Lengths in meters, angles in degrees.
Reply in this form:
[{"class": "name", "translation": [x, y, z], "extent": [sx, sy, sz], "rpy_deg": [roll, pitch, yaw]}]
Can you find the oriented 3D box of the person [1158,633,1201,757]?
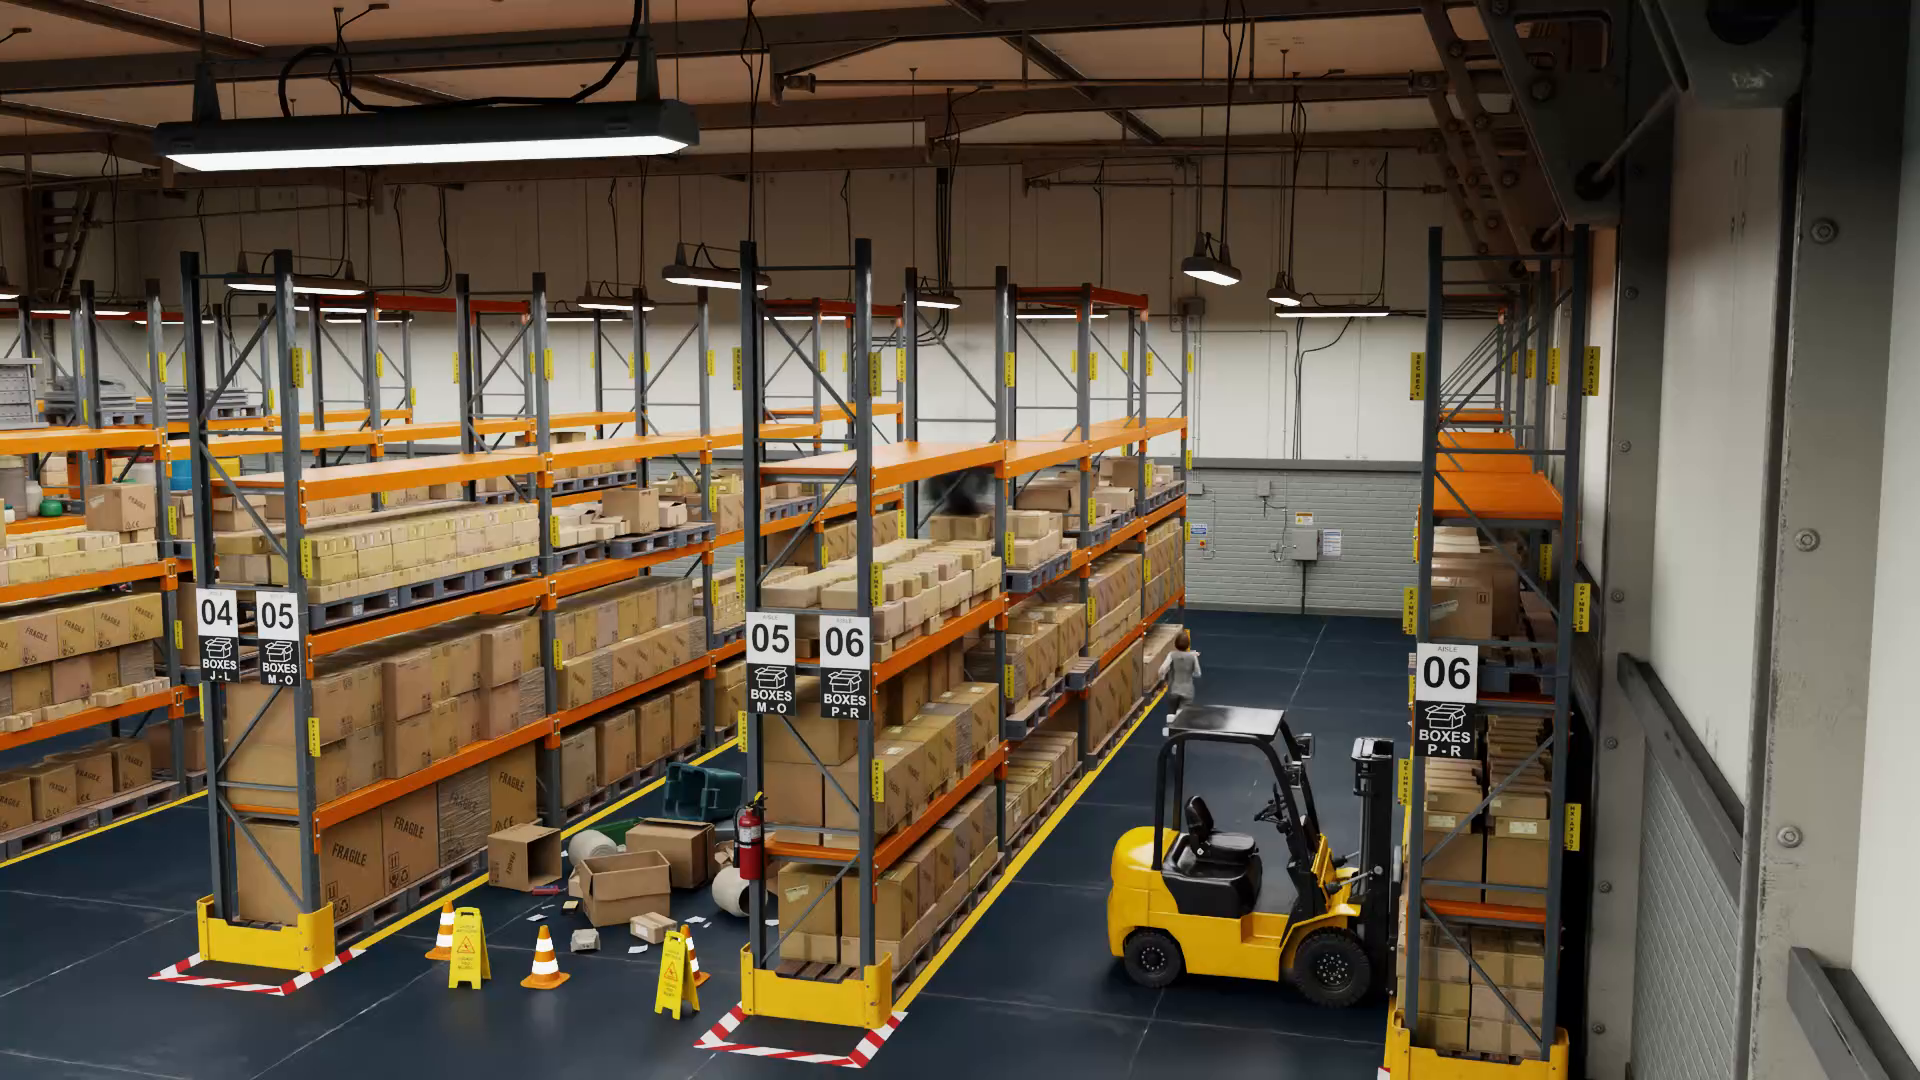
[{"class": "person", "translation": [2.814, 1.995, 21.241], "extent": [0.503, 1.638, 0.708], "rpy_deg": [2, 7, 16]}]
